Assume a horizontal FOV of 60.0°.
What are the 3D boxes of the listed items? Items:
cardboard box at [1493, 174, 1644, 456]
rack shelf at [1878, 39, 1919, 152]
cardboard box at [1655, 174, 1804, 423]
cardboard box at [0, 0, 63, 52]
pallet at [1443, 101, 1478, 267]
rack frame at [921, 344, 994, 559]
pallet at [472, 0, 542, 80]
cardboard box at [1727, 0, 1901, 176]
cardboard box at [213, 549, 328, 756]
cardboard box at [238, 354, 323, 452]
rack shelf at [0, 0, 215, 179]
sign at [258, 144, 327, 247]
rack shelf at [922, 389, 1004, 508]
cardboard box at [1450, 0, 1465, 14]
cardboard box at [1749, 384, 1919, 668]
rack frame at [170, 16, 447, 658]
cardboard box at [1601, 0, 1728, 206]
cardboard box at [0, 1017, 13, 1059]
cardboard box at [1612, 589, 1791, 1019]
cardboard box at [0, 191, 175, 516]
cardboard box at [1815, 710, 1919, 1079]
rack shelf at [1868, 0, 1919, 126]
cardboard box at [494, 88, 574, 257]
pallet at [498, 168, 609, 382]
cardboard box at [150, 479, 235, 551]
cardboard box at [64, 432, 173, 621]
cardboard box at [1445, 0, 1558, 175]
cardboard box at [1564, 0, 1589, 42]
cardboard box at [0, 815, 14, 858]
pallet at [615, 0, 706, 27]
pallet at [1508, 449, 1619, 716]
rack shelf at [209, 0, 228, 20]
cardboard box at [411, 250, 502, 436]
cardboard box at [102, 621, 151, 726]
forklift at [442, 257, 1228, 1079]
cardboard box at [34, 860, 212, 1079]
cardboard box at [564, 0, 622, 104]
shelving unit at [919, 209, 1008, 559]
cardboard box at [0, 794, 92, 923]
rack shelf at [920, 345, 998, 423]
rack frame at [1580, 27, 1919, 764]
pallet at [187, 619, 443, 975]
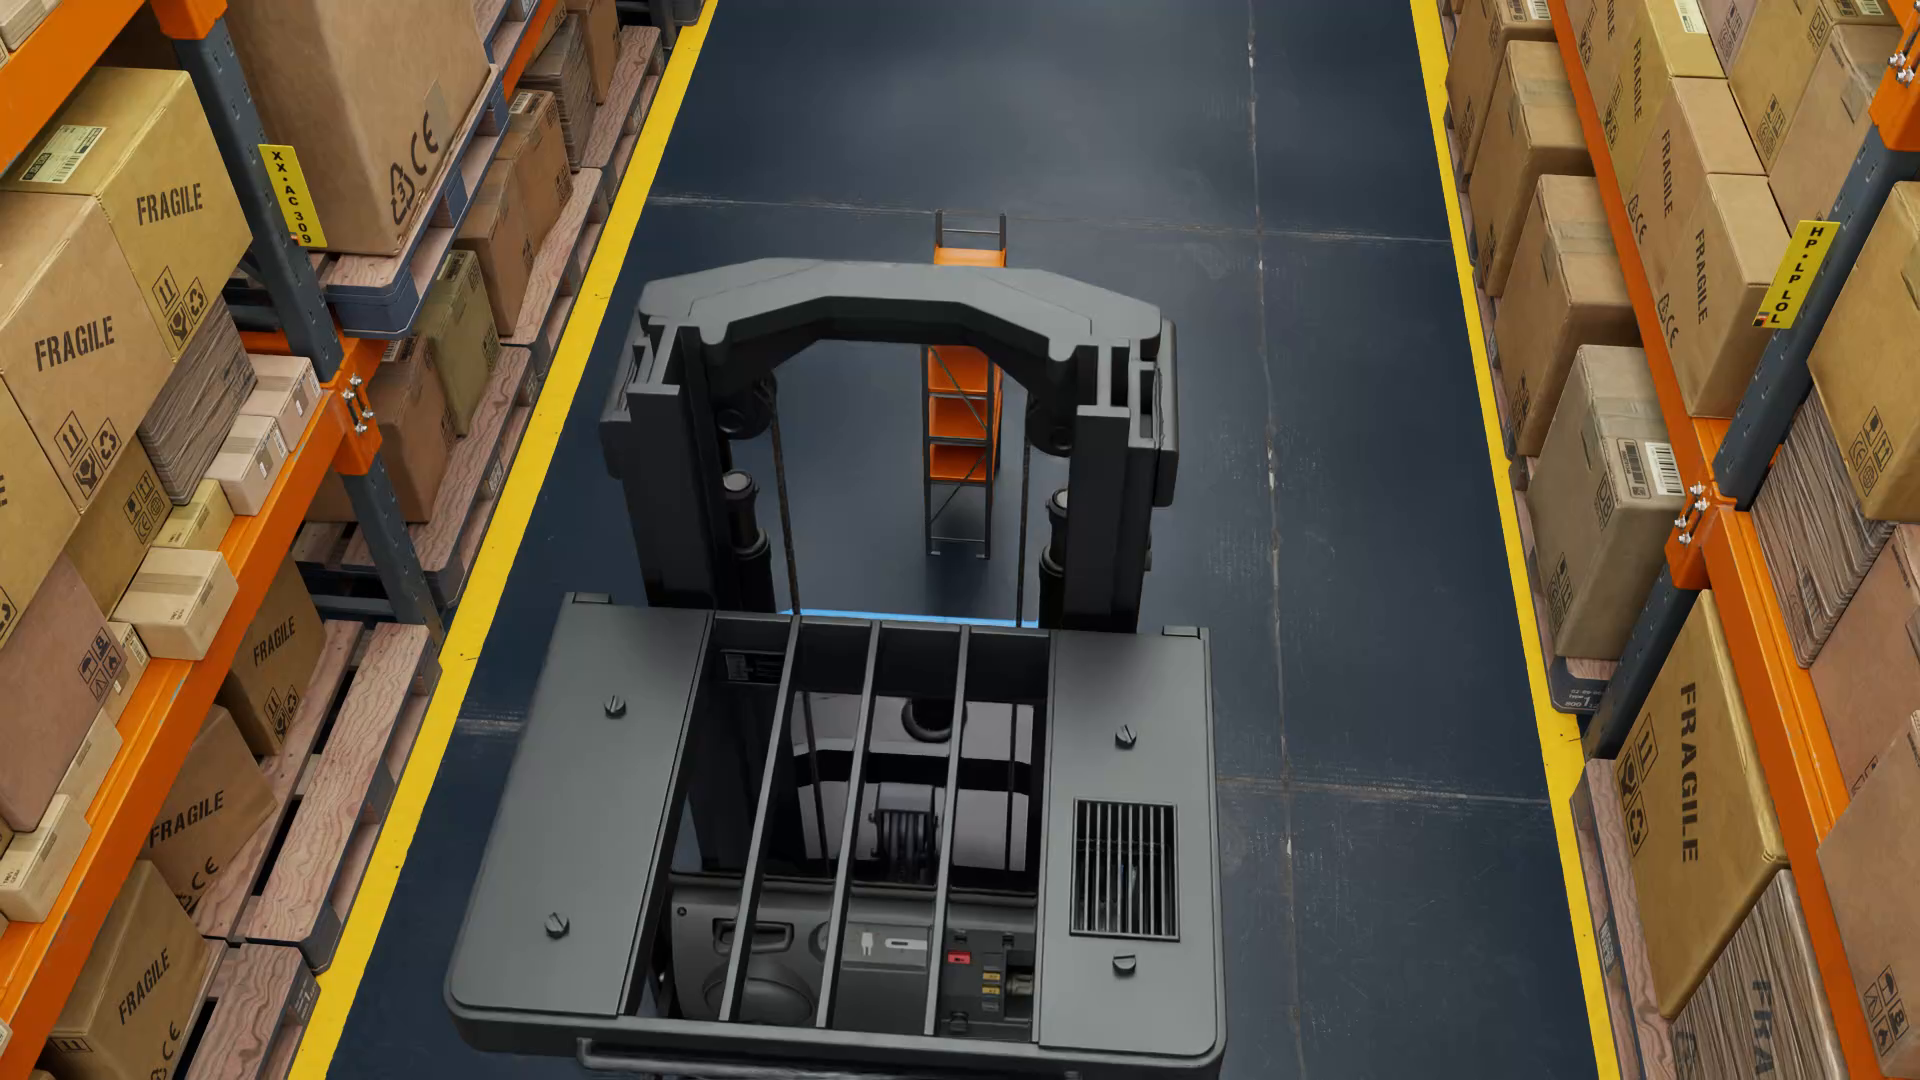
[{"bbox_3d":[2.651,-0.807,6.195,1.050,0.750,0.750,4,48,4],"label":"cardboard box"},{"bbox_3d":[2.410,0.446,2.264,1.077,0.370,4.000,4,48,4],"label":"rack shelf"},{"bbox_3d":[2.374,-0.689,4.780,0.500,0.500,0.500,4,48,3],"label":"cardboard box"},{"bbox_3d":[-2.119,-1.271,3.448,0.500,0.250,0.500,5,48,5],"label":"cardboard box"},{"bbox_3d":[2.810,-1.678,7.641,1.003,0.211,1.213,4,48,4],"label":"pallet"},{"bbox_3d":[-0.007,-0.347,5.755,0.240,1.200,0.015,4,48,4],"label":"rack frame"},{"bbox_3d":[-2.113,-2.079,6.249,1.003,0.211,1.213,4,48,4],"label":"pallet"},{"bbox_3d":[2.677,-1.368,4.723,0.700,0.500,0.500,3,48,3],"label":"cardboard box"},{"bbox_3d":[-2.414,0.332,5.323,0.500,0.500,0.500,3,48,2],"label":"cardboard box"},{"bbox_3d":[-2.064,-0.399,4.752,0.380,0.149,0.250,4,48,4],"label":"cardboard box"},{"bbox_3d":[-2.520,0.038,2.637,1.077,0.370,4.000,4,48,4],"label":"rack shelf"},{"bbox_3d":[-1.797,-0.923,4.475,0.100,0.325,0.005,4,48,4],"label":"sign"},{"bbox_3d":[0.015,-0.347,6.115,0.258,0.148,0.480,4,48,4],"label":"rack shelf"},{"bbox_3d":[2.757,-2.992,8.364,0.500,0.500,0.500,4,48,3],"label":"cardboard box"},{"bbox_3d":[2.571,-0.032,4.145,0.875,0.550,0.550,4,48,4],"label":"cardboard box"},{"bbox_3d":[-2.338,-0.662,4.822,1.000,3.000,0.127,4,48,4],"label":"rack frame"},{"bbox_3d":[2.466,-1.432,5.459,0.500,0.500,0.500,4,48,4],"label":"cardboard box"},{"bbox_3d":[-2.205,1.073,3.406,0.380,0.149,0.250,4,48,4],"label":"cardboard box"},{"bbox_3d":[2.465,0.779,4.660,0.875,0.875,0.875,5,48,4],"label":"cardboard box"},{"bbox_3d":[-2.149,-0.417,3.651,0.500,0.500,0.500,4,48,4],"label":"cardboard box"},{"bbox_3d":[2.377,0.762,3.419,0.875,0.550,0.550,4,48,4],"label":"cardboard box"},{"bbox_3d":[2.775,-2.493,4.952,1.077,0.370,4.000,4,48,4],"label":"rack shelf"},{"bbox_3d":[-2.097,-1.587,7.064,0.700,0.500,0.500,7,48,7],"label":"cardboard box"},{"bbox_3d":[-2.160,-1.192,7.197,1.003,0.211,1.213,4,48,4],"label":"pallet"},{"bbox_3d":[-2.179,-0.036,4.421,0.380,0.149,0.250,4,48,4],"label":"cardboard box"},{"bbox_3d":[-2.521,-0.104,4.043,0.875,0.500,0.500,4,48,4],"label":"cardboard box"},{"bbox_3d":[2.812,-2.134,7.409,1.050,0.750,0.750,3,48,3],"label":"cardboard box"},{"bbox_3d":[2.557,-2.171,6.135,0.500,0.500,0.500,4,48,3],"label":"cardboard box"},{"bbox_3d":[-2.553,0.635,3.367,0.875,0.500,0.500,4,48,4],"label":"cardboard box"},{"bbox_3d":[-1.826,-3.234,9.065,1.003,0.211,1.213,4,48,4],"label":"pallet"},{"bbox_3d":[2.588,0.115,6.002,1.003,0.211,1.213,4,48,4],"label":"pallet"},{"bbox_3d":[-2.155,-2.901,5.325,1.077,0.370,4.000,4,48,4],"label":"rack shelf"},{"bbox_3d":[-2.198,-0.765,6.313,0.700,0.500,0.500,4,48,3],"label":"cardboard box"},{"bbox_3d":[-2.245,0.330,4.086,0.380,0.149,0.250,4,48,4],"label":"cardboard box"},{"bbox_3d":[-0.148,1.033,3.319,1.130,2.935,3.031,3,48,3],"label":"forklift"},{"bbox_3d":[-2.437,1.214,4.516,0.500,0.500,0.500,0,48,0],"label":"cardboard box"},{"bbox_3d":[-2.014,-2.412,7.819,0.700,0.500,0.500,2,48,1],"label":"cardboard box"},{"bbox_3d":[0.015,-0.527,5.919,0.258,1.200,0.503,4,48,4],"label":"shelving unit"},{"bbox_3d":[-2.216,0.702,3.745,0.380,0.149,0.250,4,48,4],"label":"cardboard box"},{"bbox_3d":[0.015,-0.632,5.803,0.258,0.148,0.480,4,48,4],"label":"rack shelf"},{"bbox_3d":[2.593,-0.254,4.449,1.000,3.000,0.127,4,48,4],"label":"rack frame"},{"bbox_3d":[-2.364,0.775,5.398,1.003,0.211,1.213,4,48,4],"label":"pallet"}]
